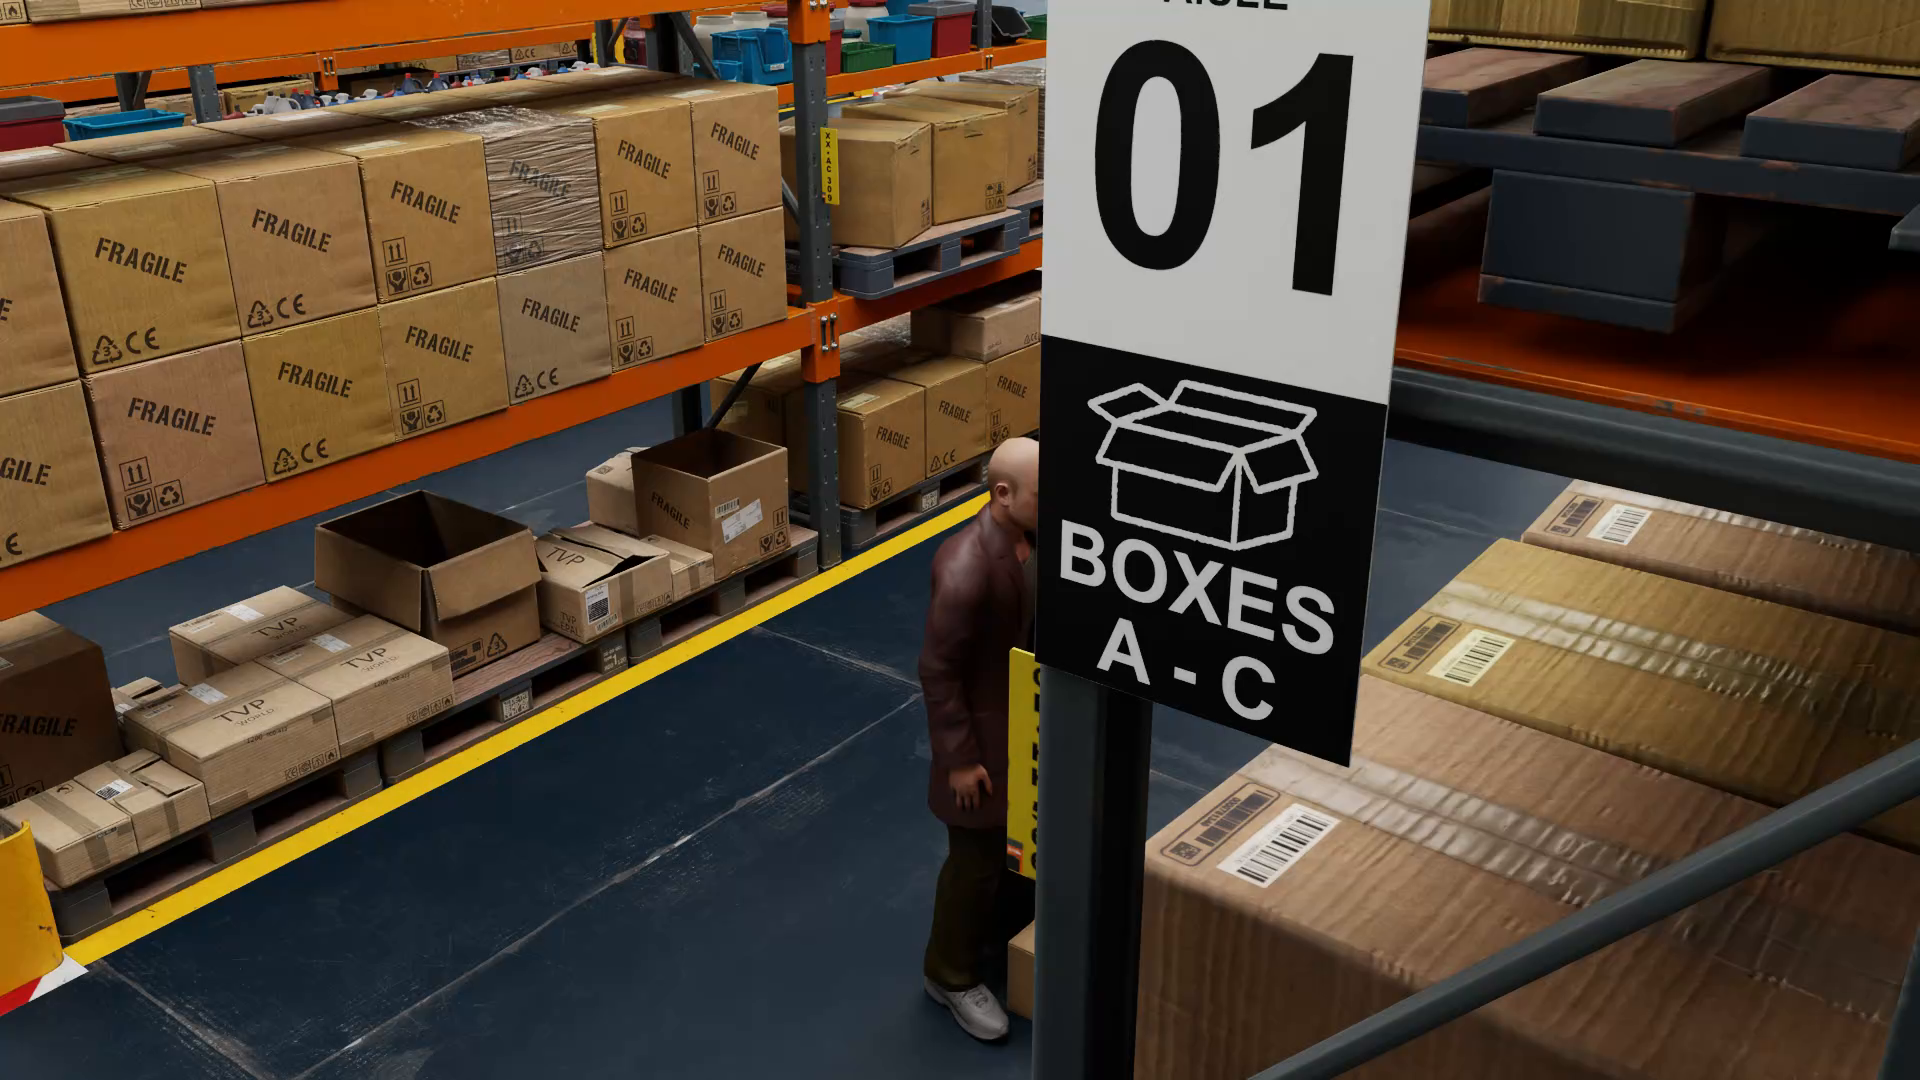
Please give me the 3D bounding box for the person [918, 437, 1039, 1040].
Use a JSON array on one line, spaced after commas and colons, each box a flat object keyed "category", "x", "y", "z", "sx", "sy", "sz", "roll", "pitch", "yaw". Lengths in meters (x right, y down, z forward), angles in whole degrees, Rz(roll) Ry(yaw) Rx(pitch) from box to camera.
[{"category": "person", "x": 0.123, "y": 0.540, "z": 4.855, "sx": 0.419, "sy": 1.774, "sz": 0.655, "roll": 15, "pitch": 27, "yaw": 31}]
